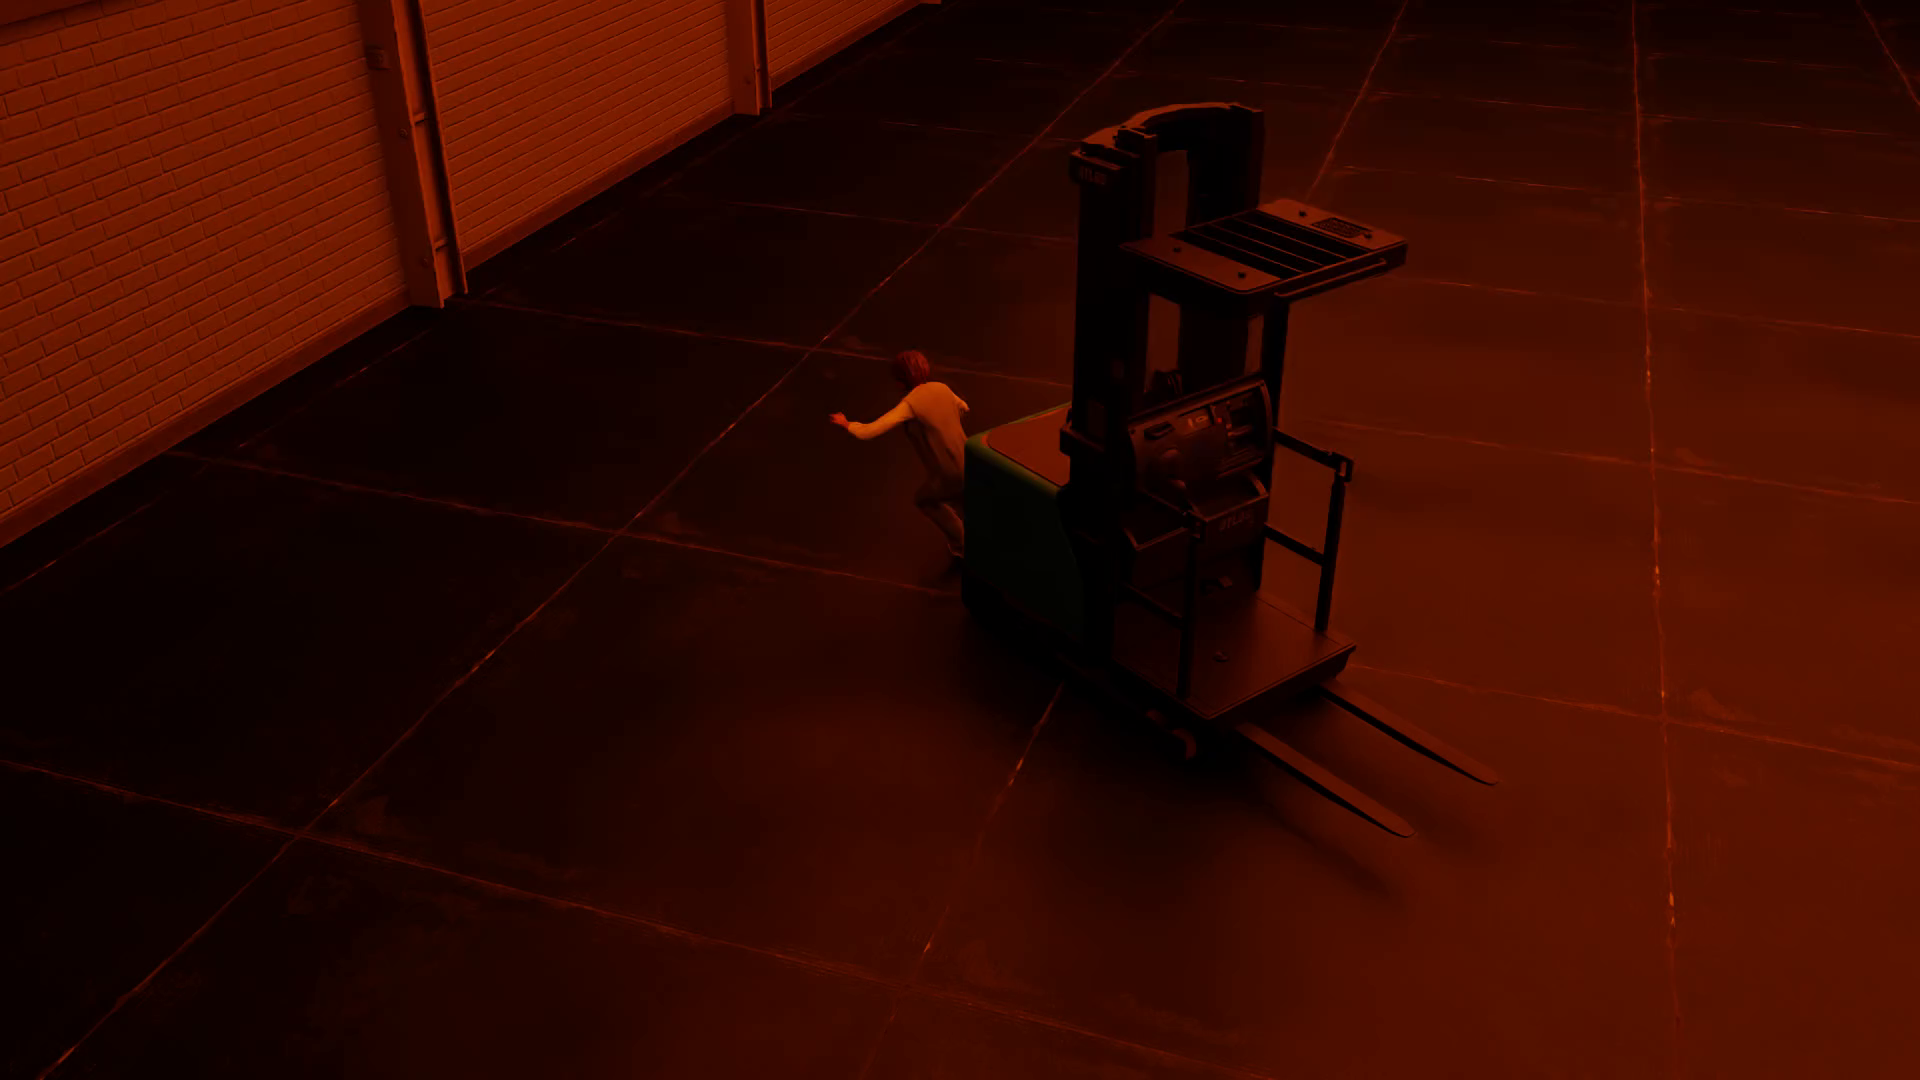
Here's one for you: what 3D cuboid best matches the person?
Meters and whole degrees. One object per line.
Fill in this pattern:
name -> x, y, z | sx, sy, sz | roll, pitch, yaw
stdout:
person -> -0.200, -0.514, 9.643 | 0.849, 1.363, 1.026 | 17, 34, 27

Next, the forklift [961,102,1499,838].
forklift -> 1.306, -0.459, 7.942 | 1.130, 2.935, 3.031 | -21, 36, -32
